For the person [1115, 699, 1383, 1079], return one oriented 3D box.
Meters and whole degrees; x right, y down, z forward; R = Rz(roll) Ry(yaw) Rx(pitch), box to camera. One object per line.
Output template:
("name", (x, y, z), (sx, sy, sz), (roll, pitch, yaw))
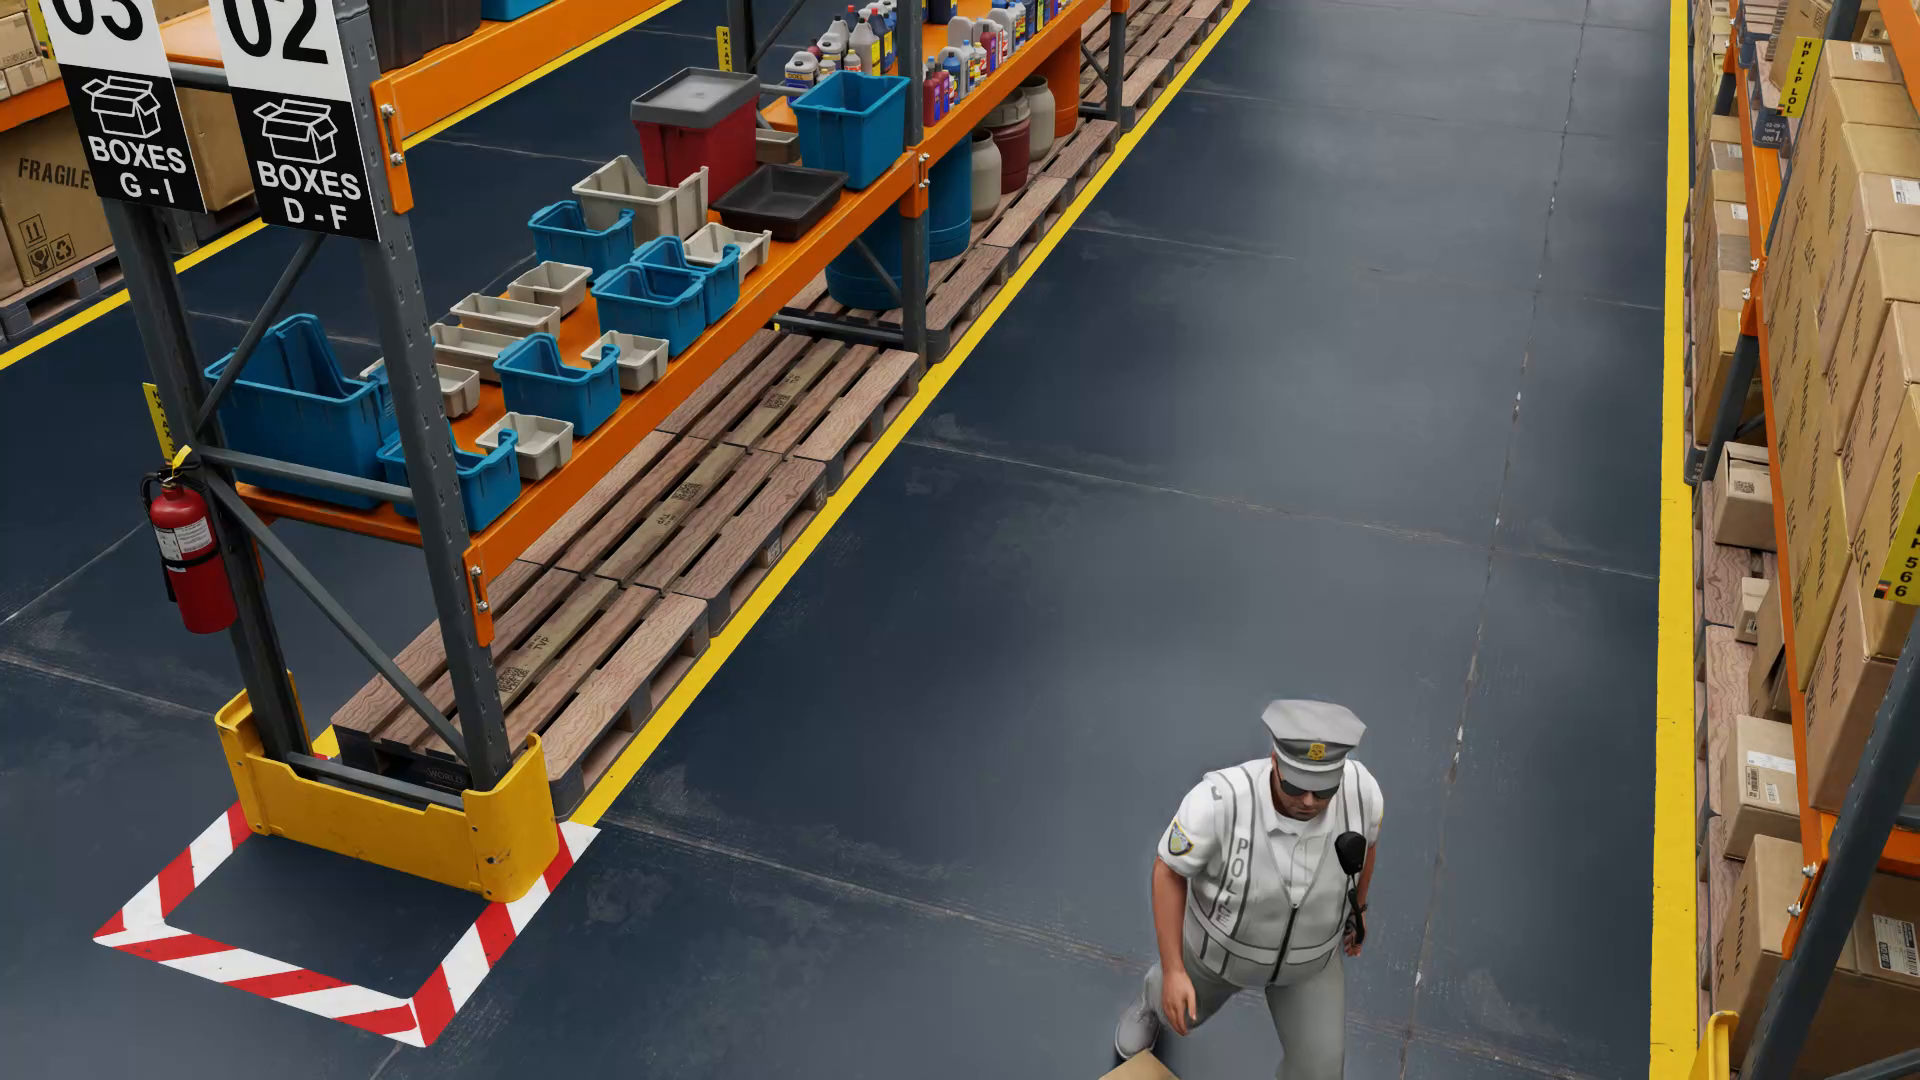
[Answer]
("person", (0.809, 1.005, 4.591), (0.637, 1.701, 0.831), (-1, 33, -1))
